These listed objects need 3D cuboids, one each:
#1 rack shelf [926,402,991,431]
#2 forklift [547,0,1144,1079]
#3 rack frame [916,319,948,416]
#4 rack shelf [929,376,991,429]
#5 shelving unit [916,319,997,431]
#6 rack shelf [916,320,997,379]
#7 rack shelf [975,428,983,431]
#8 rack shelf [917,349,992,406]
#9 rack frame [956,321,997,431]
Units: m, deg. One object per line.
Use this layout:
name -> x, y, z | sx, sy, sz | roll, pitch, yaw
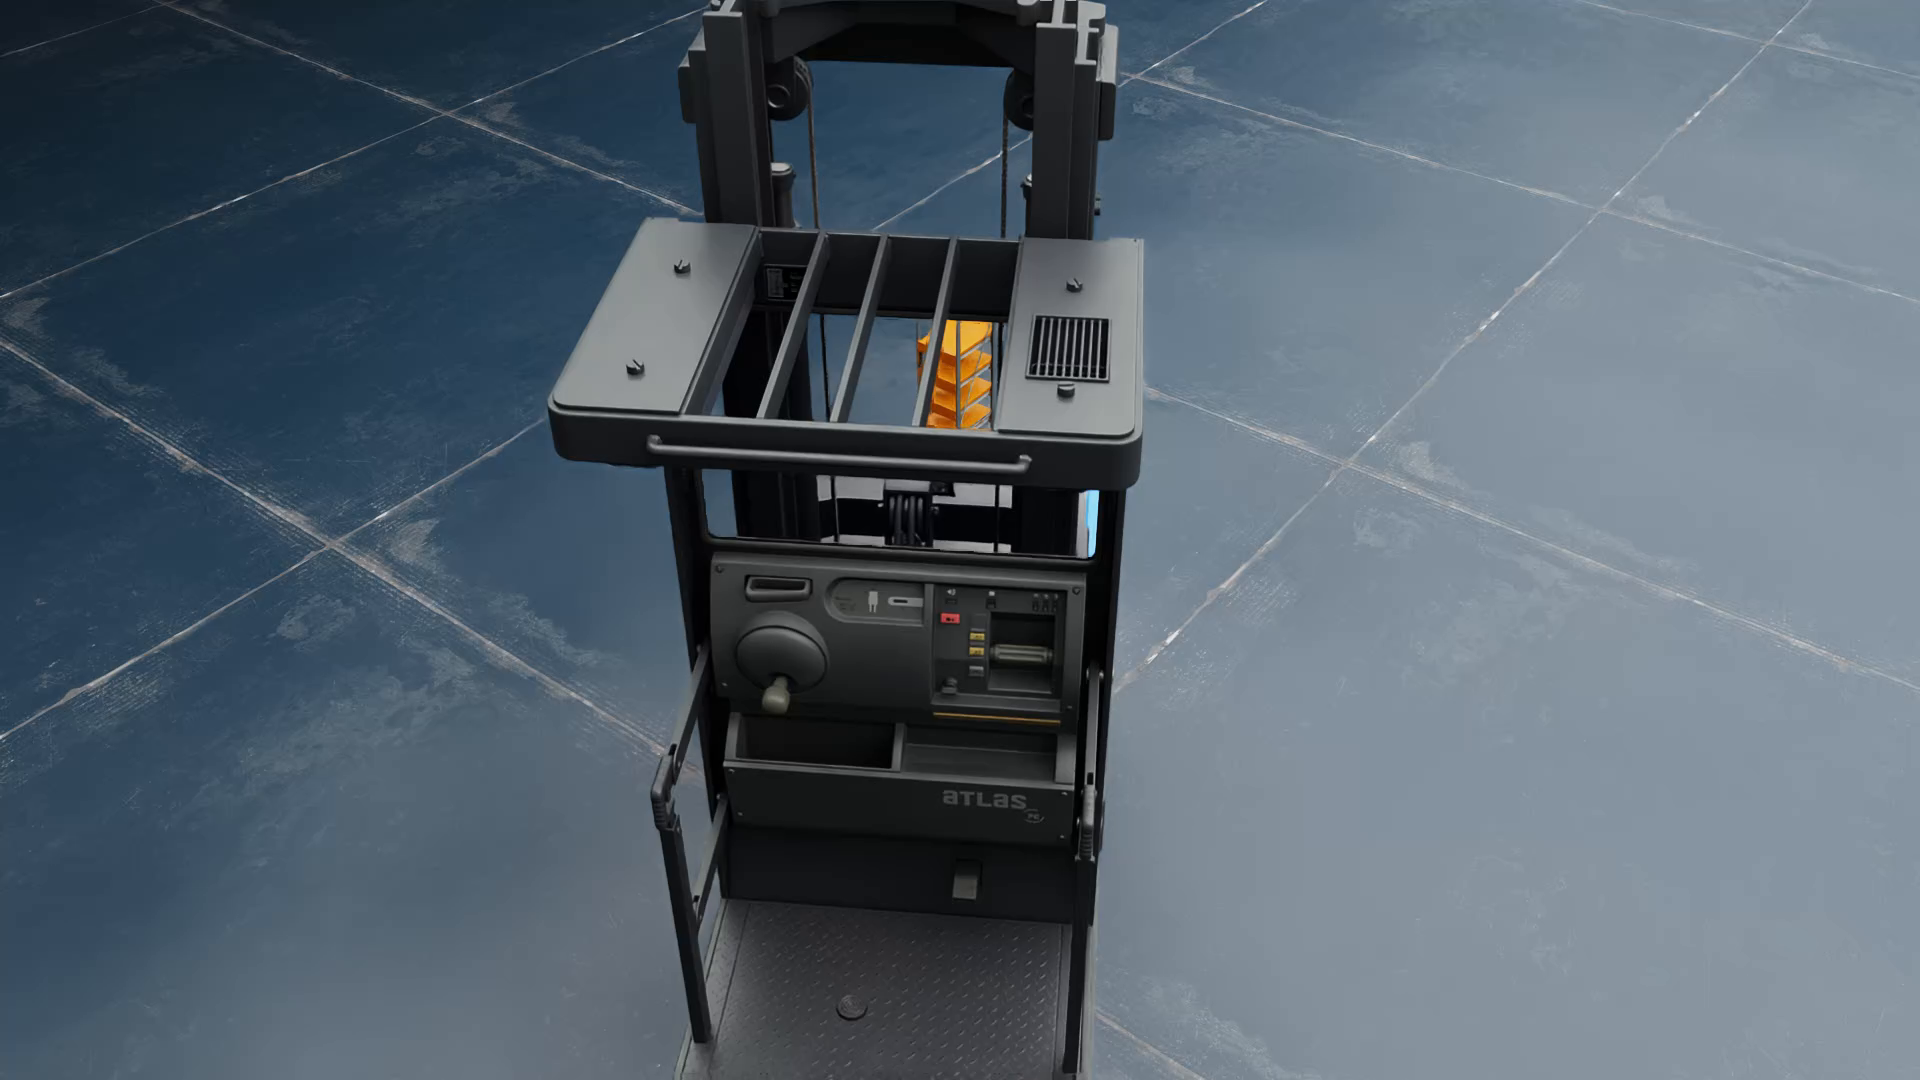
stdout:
rack shelf -> -0.011, -0.443, 6.414 | 0.180, 0.103, 0.258 | 25, 45, 29
forklift -> -0.176, 0.325, 3.957 | 1.130, 2.935, 3.031 | 3, 38, 4
rack frame -> -0.084, -0.512, 6.431 | 0.006, 1.200, 0.240 | 25, 45, 29
rack shelf -> -0.011, -0.537, 6.340 | 0.180, 0.103, 0.258 | 25, 45, 29
shelving unit -> -0.011, -0.478, 6.387 | 0.189, 1.200, 0.258 | 25, 45, 29
rack shelf -> -0.012, -0.726, 6.193 | 0.180, 0.103, 0.258 | 25, 45, 29
rack shelf -> -0.011, -0.348, 6.488 | 0.180, 0.103, 0.258 | 25, 45, 29
rack shelf -> -0.012, -0.632, 6.266 | 0.180, 0.103, 0.258 | 25, 45, 29
rack frame -> 0.061, -0.444, 6.343 | 0.006, 1.200, 0.240 | 25, 45, 29
